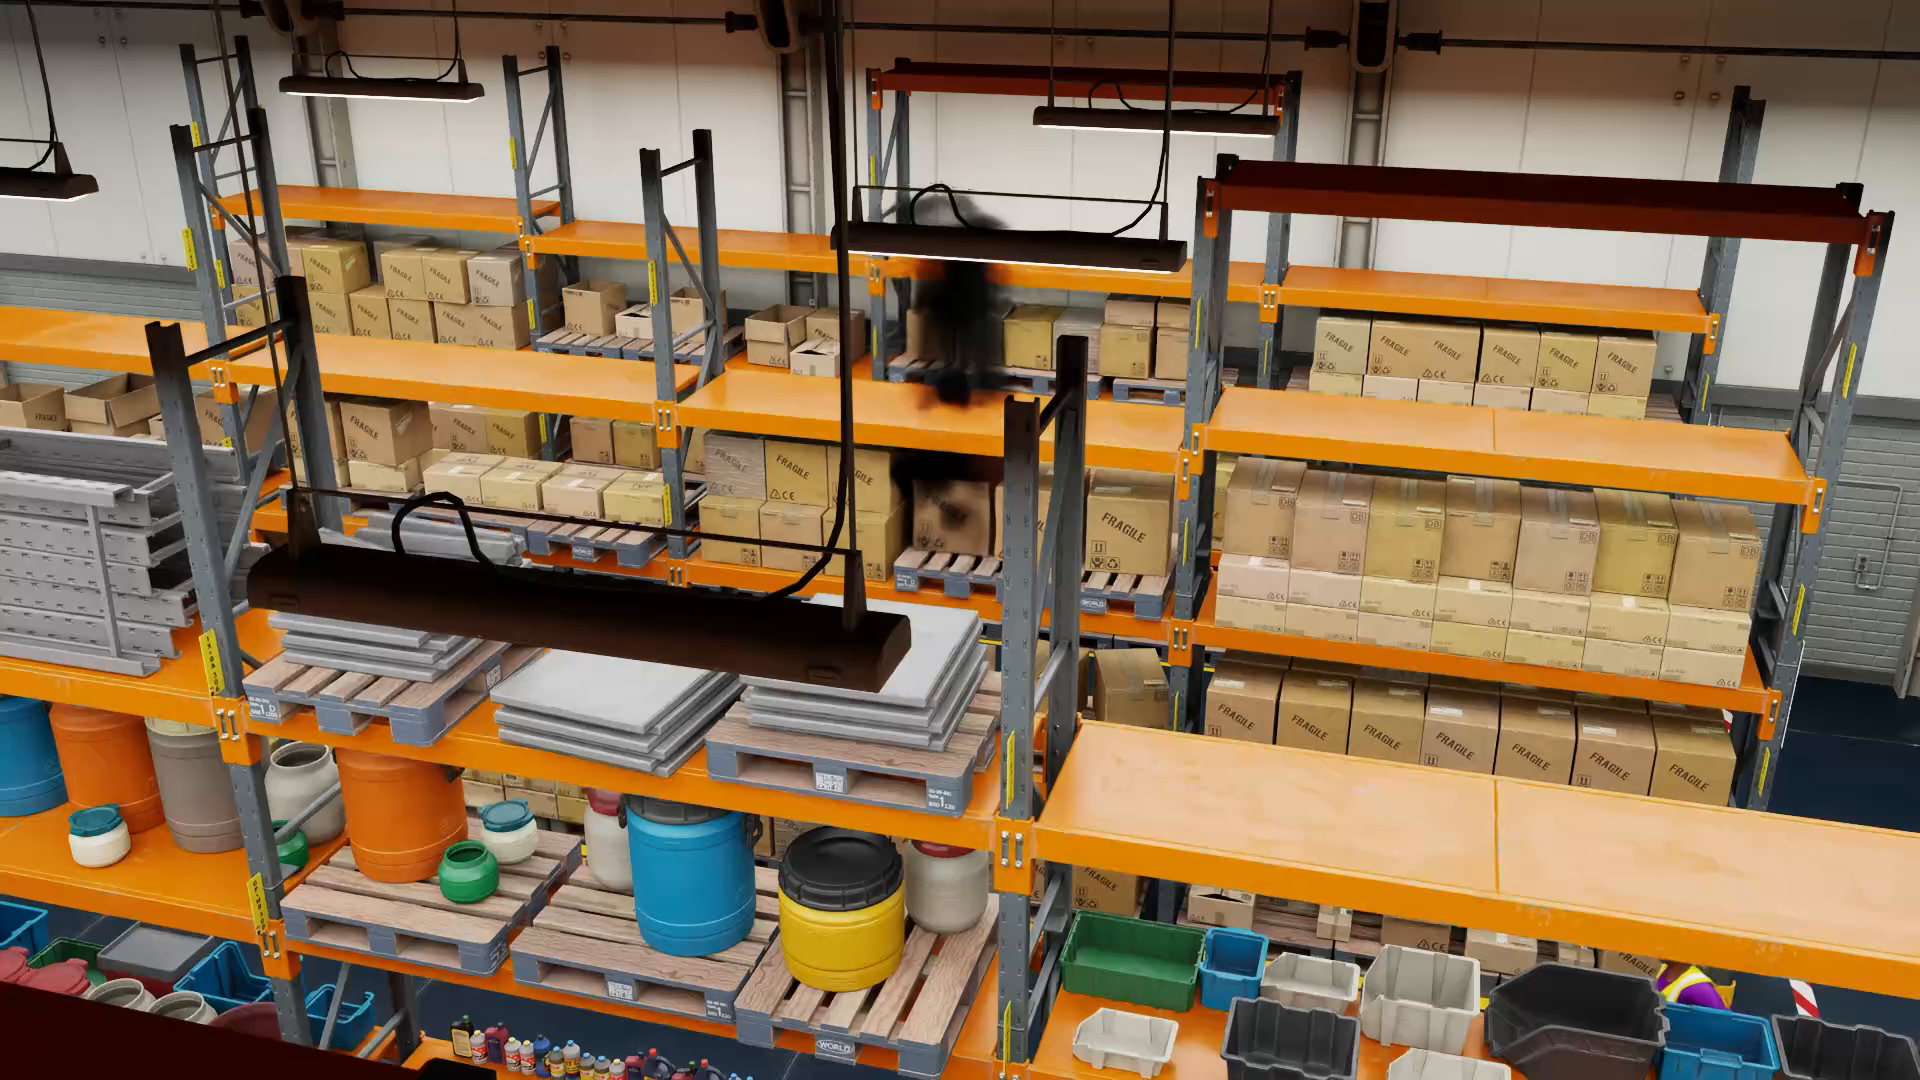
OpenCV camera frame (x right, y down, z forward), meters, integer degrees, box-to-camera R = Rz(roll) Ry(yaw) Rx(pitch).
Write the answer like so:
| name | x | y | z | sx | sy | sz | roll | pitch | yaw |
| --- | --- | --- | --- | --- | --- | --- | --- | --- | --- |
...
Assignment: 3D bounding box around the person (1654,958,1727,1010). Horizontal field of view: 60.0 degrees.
| name | x | y | z | sx | sy | sz | roll | pitch | yaw |
| --- | --- | --- | --- | --- | --- | --- | --- | --- | --- |
| person | 4.675 | 3.265 | 10.735 | 0.595 | 1.673 | 0.738 | 0 | 23 | 0 |
